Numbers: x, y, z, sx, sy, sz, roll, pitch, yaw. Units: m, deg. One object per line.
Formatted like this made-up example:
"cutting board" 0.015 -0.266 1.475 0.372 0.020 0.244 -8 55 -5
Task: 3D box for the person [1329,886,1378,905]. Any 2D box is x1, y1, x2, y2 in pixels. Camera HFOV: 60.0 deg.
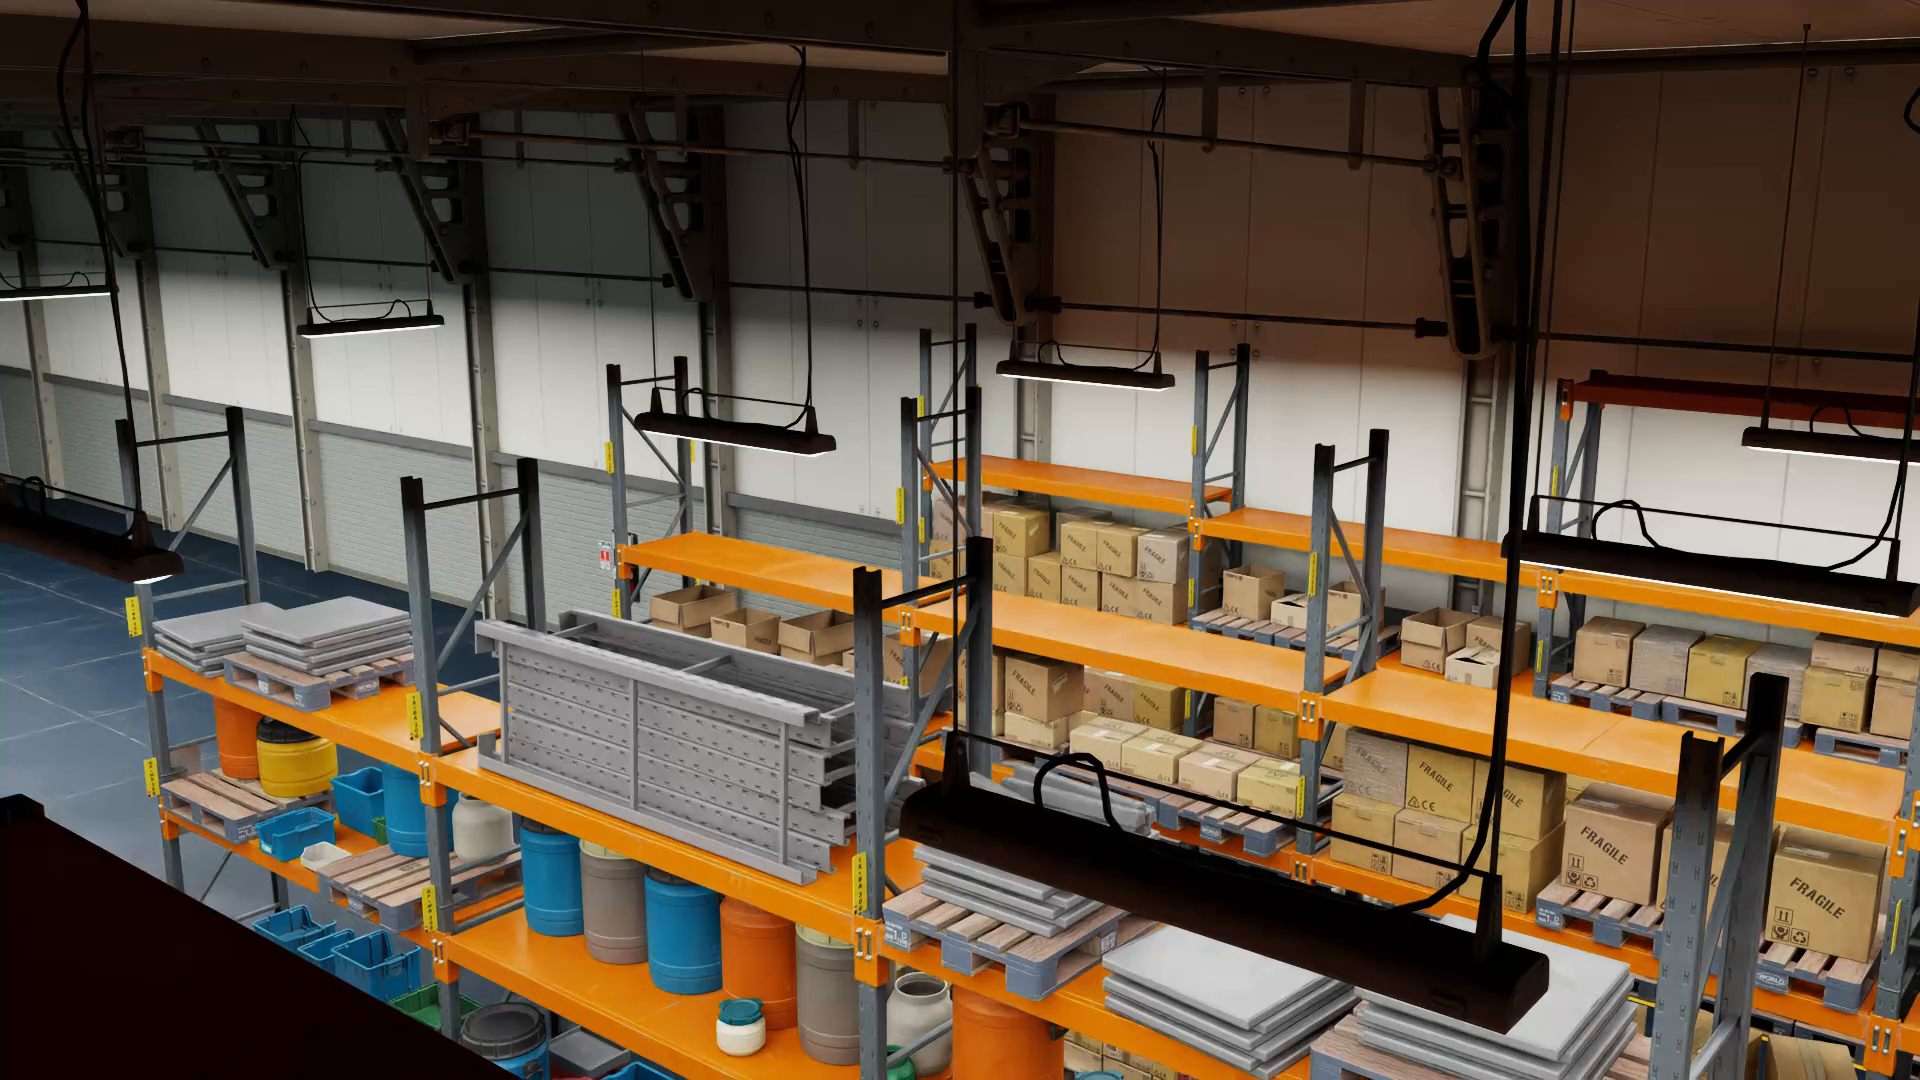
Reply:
"person" 3.913 3.545 16.703 1.007 1.625 0.494 6 14 26
